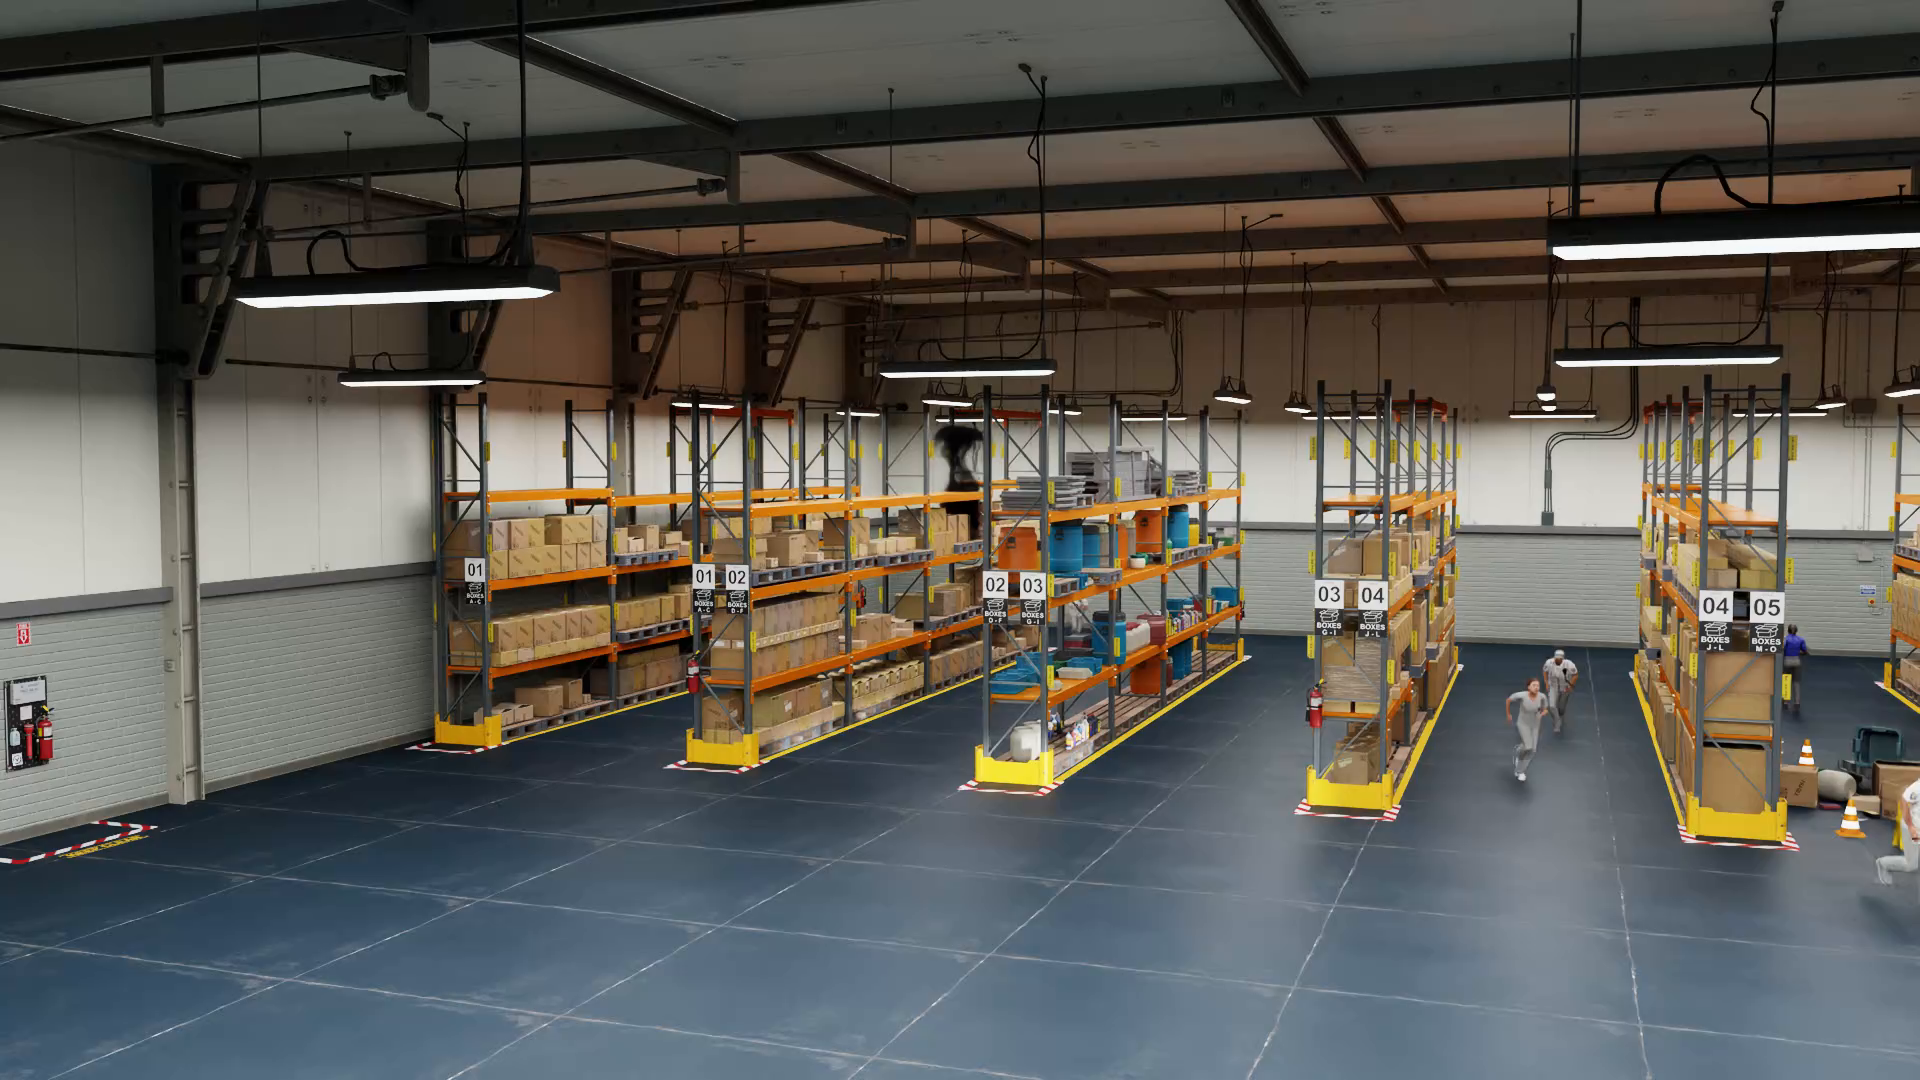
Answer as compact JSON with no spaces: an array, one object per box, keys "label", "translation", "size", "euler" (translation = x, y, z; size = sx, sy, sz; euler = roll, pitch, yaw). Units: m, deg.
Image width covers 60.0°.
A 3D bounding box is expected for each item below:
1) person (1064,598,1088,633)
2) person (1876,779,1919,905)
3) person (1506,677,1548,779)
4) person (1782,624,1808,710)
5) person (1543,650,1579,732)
[{"label":"person","translation":[2.927,1.933,41.841],"size":[0.603,1.664,0.781],"euler":[0,3,2]},{"label":"person","translation":[10.556,3.209,18.326],"size":[0.668,1.720,0.933],"euler":[-1,3,-21]},{"label":"person","translation":[8.637,2.865,25.253],"size":[0.552,1.594,0.689],"euler":[0,3,-6]},{"label":"person","translation":[16.035,2.473,32.056],"size":[0.585,1.723,0.798],"euler":[1,3,17]},{"label":"person","translation":[10.790,2.686,29.873],"size":[0.614,1.523,1.031],"euler":[1,3,25]}]
